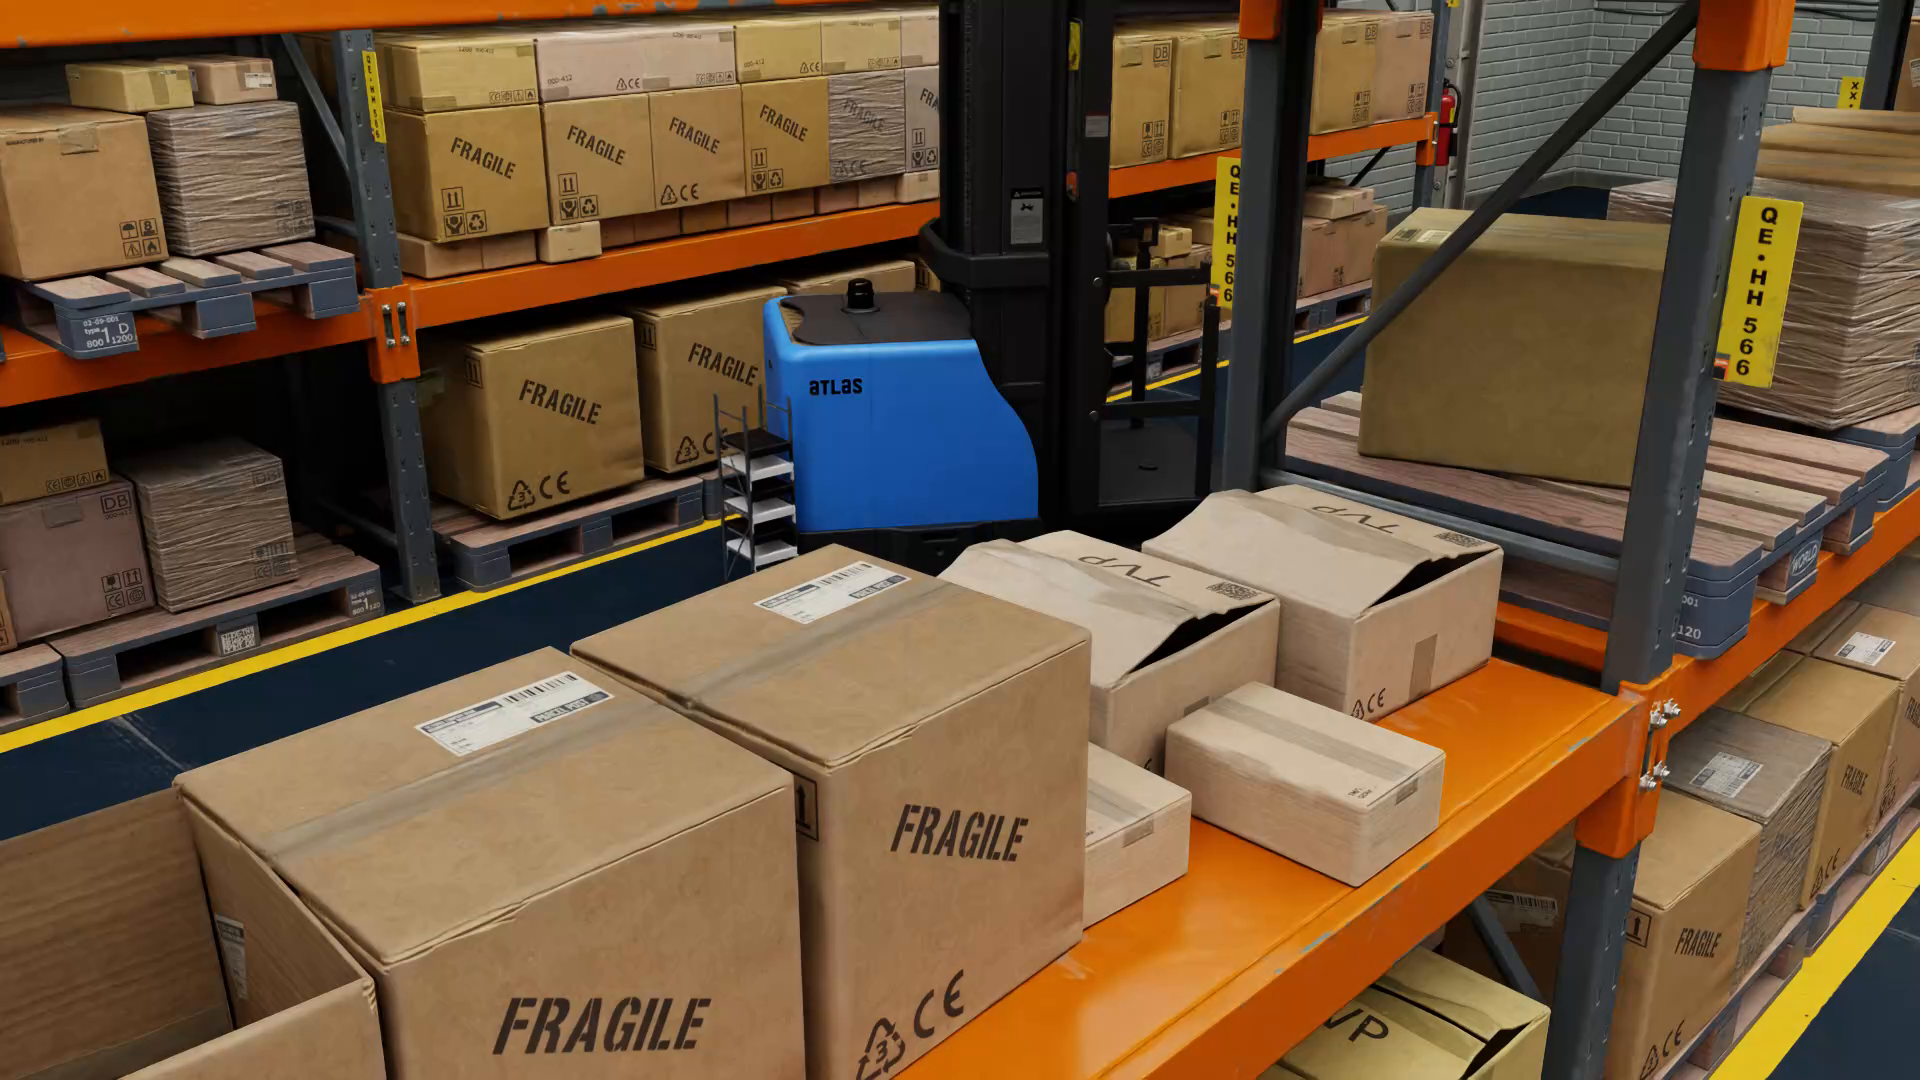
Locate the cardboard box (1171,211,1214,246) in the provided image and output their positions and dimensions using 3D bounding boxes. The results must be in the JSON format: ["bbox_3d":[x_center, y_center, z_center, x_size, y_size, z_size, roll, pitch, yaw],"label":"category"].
[{"bbox_3d":[1.556,-1.970,10.514,0.380,0.149,0.250,18,28,39],"label":"cardboard box"}]

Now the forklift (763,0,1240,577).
[{"bbox_3d":[0.679,-1.381,7.082,3.031,2.935,1.130,-4,21,-10],"label":"forklift"}]

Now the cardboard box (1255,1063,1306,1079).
[{"bbox_3d":[0.442,1.129,2.921,0.500,0.311,0.500,19,28,40],"label":"cardboard box"}]

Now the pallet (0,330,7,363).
[{"bbox_3d":[-3.915,-0.658,5.373,1.003,0.211,1.213,19,28,41],"label":"pallet"}]

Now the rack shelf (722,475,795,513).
[{"bbox_3d":[-0.816,-0.200,6.682,0.200,0.077,0.258,-16,26,-35],"label":"rack shelf"}]

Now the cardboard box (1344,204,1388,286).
[{"bbox_3d":[2.601,-2.147,11.879,0.700,0.500,0.500,19,28,41],"label":"cardboard box"}]

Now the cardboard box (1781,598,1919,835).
[{"bbox_3d":[2.586,0.489,4.992,0.500,0.500,0.500,18,27,39],"label":"cardboard box"}]

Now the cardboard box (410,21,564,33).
[{"bbox_3d":[-2.068,-2.125,7.296,0.500,0.250,0.500,18,27,39],"label":"cardboard box"}]

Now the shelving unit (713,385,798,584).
[{"bbox_3d":[-0.815,-0.148,6.703,0.210,0.900,0.258,-16,26,-35],"label":"shelving unit"}]

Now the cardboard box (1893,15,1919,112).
[{"bbox_3d":[3.947,-1.764,6.451,0.500,0.500,0.500,19,28,41],"label":"cardboard box"}]

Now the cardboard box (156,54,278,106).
[{"bbox_3d":[-2.782,-1.725,6.226,0.380,0.149,0.250,15,26,34],"label":"cardboard box"}]

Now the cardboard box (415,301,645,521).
[{"bbox_3d":[-1.956,-0.615,7.406,0.750,0.750,0.750,19,28,40],"label":"cardboard box"}]

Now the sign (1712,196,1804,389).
[{"bbox_3d":[1.389,-0.430,2.899,0.100,0.325,0.005,19,28,41],"label":"sign"}]

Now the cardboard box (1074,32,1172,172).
[{"bbox_3d":[0.618,-2.570,9.663,0.700,0.700,0.980,-20,28,-41],"label":"cardboard box"}]

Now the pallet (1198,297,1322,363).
[{"bbox_3d":[1.665,-1.484,11.142,1.003,0.211,1.213,19,28,41],"label":"pallet"}]

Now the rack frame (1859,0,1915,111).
[{"bbox_3d":[3.779,-1.056,6.141,1.000,3.000,0.127,19,28,41],"label":"rack frame"}]

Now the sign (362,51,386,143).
[{"bbox_3d":[-2.168,-1.637,6.149,0.100,0.325,0.005,19,28,41],"label":"sign"}]

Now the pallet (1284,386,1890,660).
[{"bbox_3d":[1.411,-0.130,3.999,1.213,0.211,1.003,19,28,41],"label":"pallet"}]

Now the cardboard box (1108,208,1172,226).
[{"bbox_3d":[1.129,-2.010,10.617,0.380,0.149,0.250,18,27,39],"label":"cardboard box"}]

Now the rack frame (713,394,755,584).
[{"bbox_3d":[-0.895,-0.124,6.644,0.006,0.900,0.240,-16,26,-35],"label":"rack frame"}]

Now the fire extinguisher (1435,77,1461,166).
[{"bbox_3d":[3.454,-3.036,11.921,0.296,0.674,0.183,19,28,41],"label":"fire extinguisher"}]

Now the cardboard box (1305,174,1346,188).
[{"bbox_3d":[2.545,-2.532,11.977,0.380,0.149,0.250,20,28,41],"label":"cardboard box"}]

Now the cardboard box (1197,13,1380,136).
[{"bbox_3d":[2.170,-3.140,11.144,0.980,0.700,0.700,19,28,40],"label":"cardboard box"}]

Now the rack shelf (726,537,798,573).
[{"bbox_3d":[-0.814,0.051,6.780,0.200,0.077,0.258,-16,26,-35],"label":"rack shelf"}]

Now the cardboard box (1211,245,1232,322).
[{"bbox_3d":[1.535,-1.750,10.846,0.500,0.500,0.700,-19,28,-41],"label":"cardboard box"}]

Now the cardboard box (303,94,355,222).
[{"bbox_3d":[-2.422,-1.649,7.102,0.500,0.500,0.500,19,28,41],"label":"cardboard box"}]

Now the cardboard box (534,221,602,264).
[{"bbox_3d":[-1.739,-1.295,7.086,0.250,0.149,0.380,-19,28,-40],"label":"cardboard box"}]

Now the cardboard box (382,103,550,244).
[{"bbox_3d":[-2.041,-1.522,6.773,0.500,0.500,0.500,-19,28,-40],"label":"cardboard box"}]

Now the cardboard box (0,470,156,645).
[{"bbox_3d":[-3.471,-0.004,6.274,0.700,0.500,0.500,19,28,41],"label":"cardboard box"}]

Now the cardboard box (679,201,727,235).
[{"bbox_3d":[-1.290,-1.523,7.679,0.250,0.149,0.380,-20,28,-41],"label":"cardboard box"}]

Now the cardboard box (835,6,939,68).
[{"bbox_3d":[-0.279,-2.527,8.340,0.500,0.250,0.500,-19,28,-41],"label":"cardboard box"}]

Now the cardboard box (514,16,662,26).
[{"bbox_3d":[-1.708,-2.256,7.637,0.500,0.250,0.500,18,28,39],"label":"cardboard box"}]

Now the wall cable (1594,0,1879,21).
[{"bbox_3d":[7.220,-6.038,15.070,3.097,2.526,0.112,19,28,41],"label":"wall cable"}]

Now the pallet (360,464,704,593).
[{"bbox_3d":[-1.959,-0.149,7.668,1.003,0.211,1.213,19,28,41],"label":"pallet"}]

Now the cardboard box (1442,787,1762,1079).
[{"bbox_3d":[1.511,0.888,3.954,0.500,0.500,0.500,-19,28,-40],"label":"cardboard box"}]

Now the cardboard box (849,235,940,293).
[{"bbox_3d":[-0.133,-1.288,9.155,0.750,0.750,0.750,20,28,41],"label":"cardboard box"}]

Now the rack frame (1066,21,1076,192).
[{"bbox_3d":[0.228,-2.295,9.364,1.000,3.000,0.127,19,28,41],"label":"rack frame"}]

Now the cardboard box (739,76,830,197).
[{"bbox_3d":[-0.964,-1.918,7.801,0.500,0.500,0.500,-19,28,-41],"label":"cardboard box"}]

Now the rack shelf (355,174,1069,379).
[{"bbox_3d":[-1.168,-1.445,8.156,1.077,0.370,4.000,19,28,41],"label":"rack shelf"}]

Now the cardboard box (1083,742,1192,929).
[{"bbox_3d":[0.140,0.431,2.622,0.250,0.149,0.380,-18,27,-38],"label":"cardboard box"}]

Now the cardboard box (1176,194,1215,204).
[{"bbox_3d":[1.662,-2.206,11.128,0.380,0.149,0.250,20,28,41],"label":"cardboard box"}]

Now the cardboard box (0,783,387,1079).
[{"bbox_3d":[-0.887,0.625,1.628,0.500,0.500,0.500,-18,27,-38],"label":"cardboard box"}]

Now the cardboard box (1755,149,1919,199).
[{"bbox_3d":[2.591,-0.829,4.826,0.700,0.500,0.500,12,24,27],"label":"cardboard box"}]

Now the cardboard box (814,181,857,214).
[{"bbox_3d":[-0.723,-1.714,8.174,0.380,0.149,0.250,18,28,39],"label":"cardboard box"}]

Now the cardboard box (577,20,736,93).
[{"bbox_3d":[-1.341,-2.132,7.312,0.500,0.250,0.500,20,28,41],"label":"cardboard box"}]

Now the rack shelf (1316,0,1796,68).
[{"bbox_3d":[2.384,-1.606,4.395,1.077,0.370,4.000,19,28,41],"label":"rack shelf"}]
